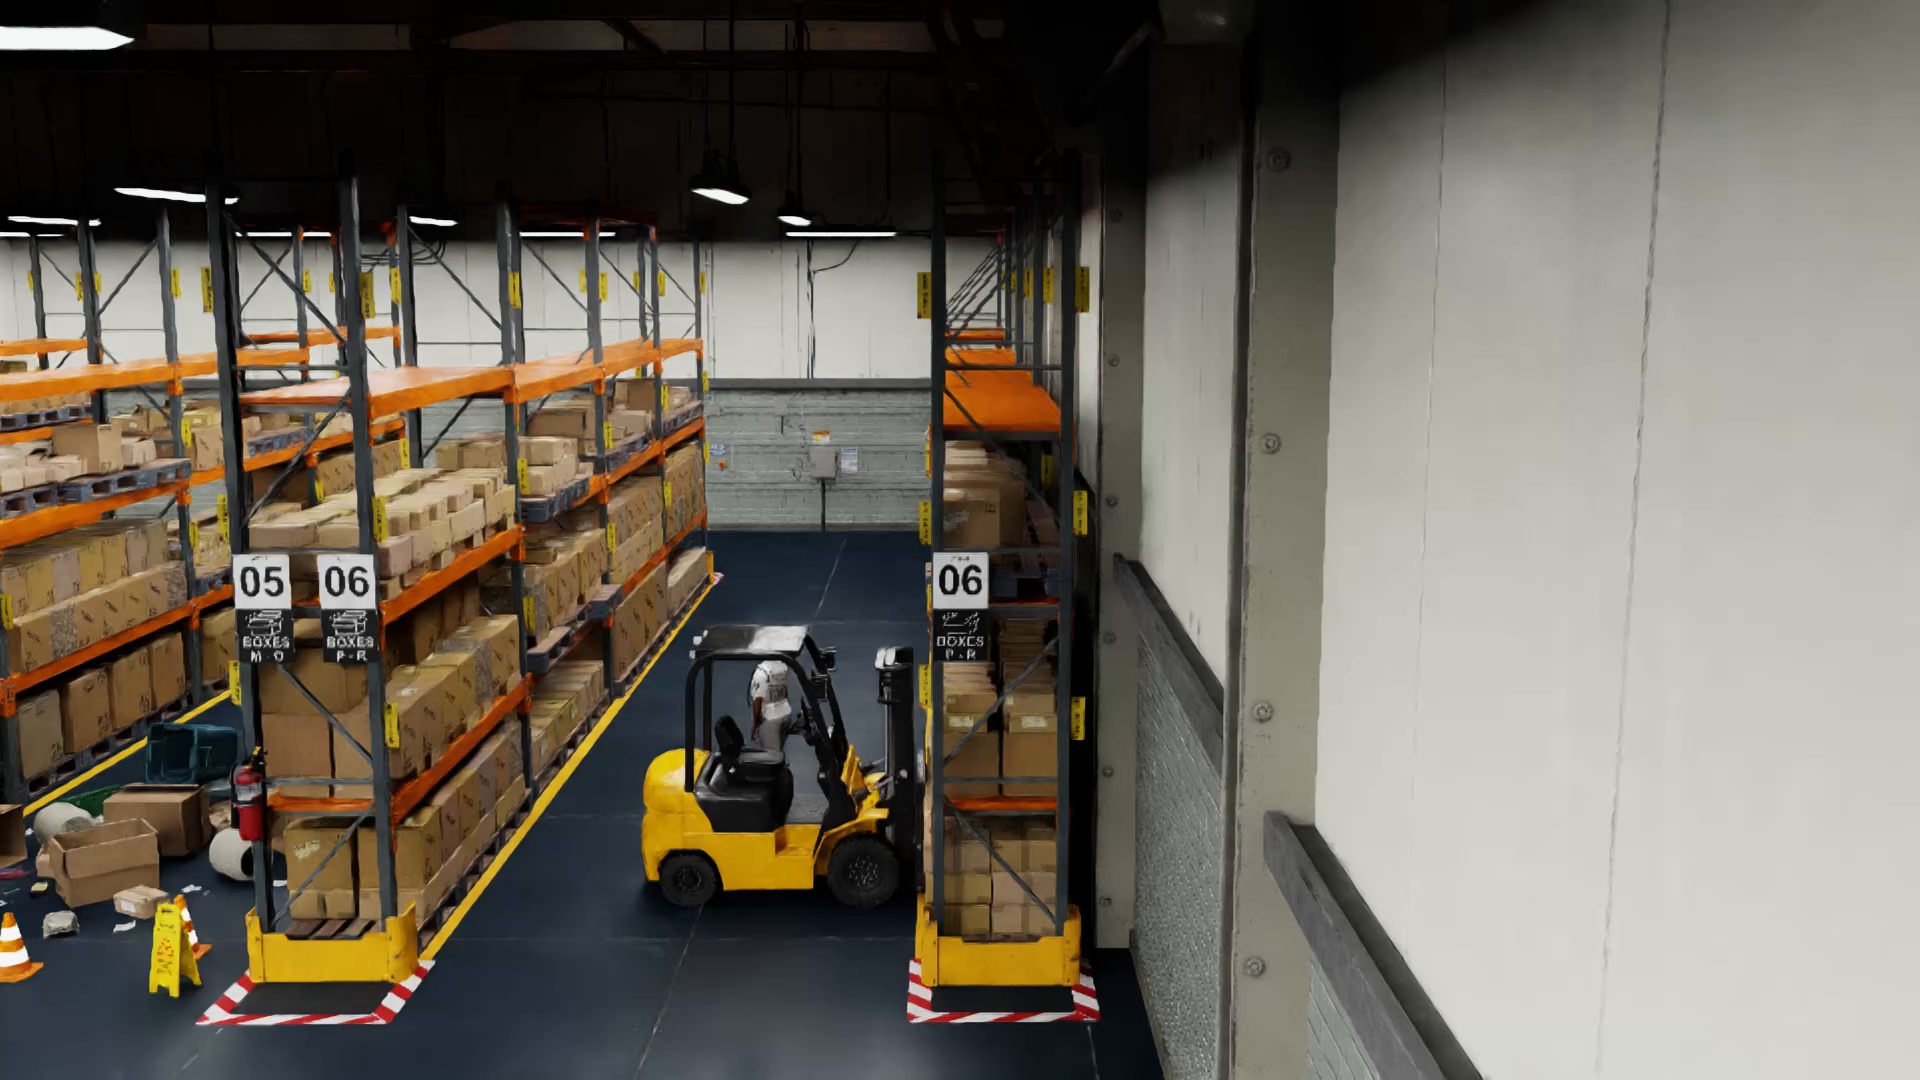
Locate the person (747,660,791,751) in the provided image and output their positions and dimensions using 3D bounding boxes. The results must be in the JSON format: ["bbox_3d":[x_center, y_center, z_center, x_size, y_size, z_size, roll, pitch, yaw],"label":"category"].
[{"bbox_3d":[-1.851,1.756,16.224,0.524,1.671,0.531,5,10,28],"label":"person"}]
